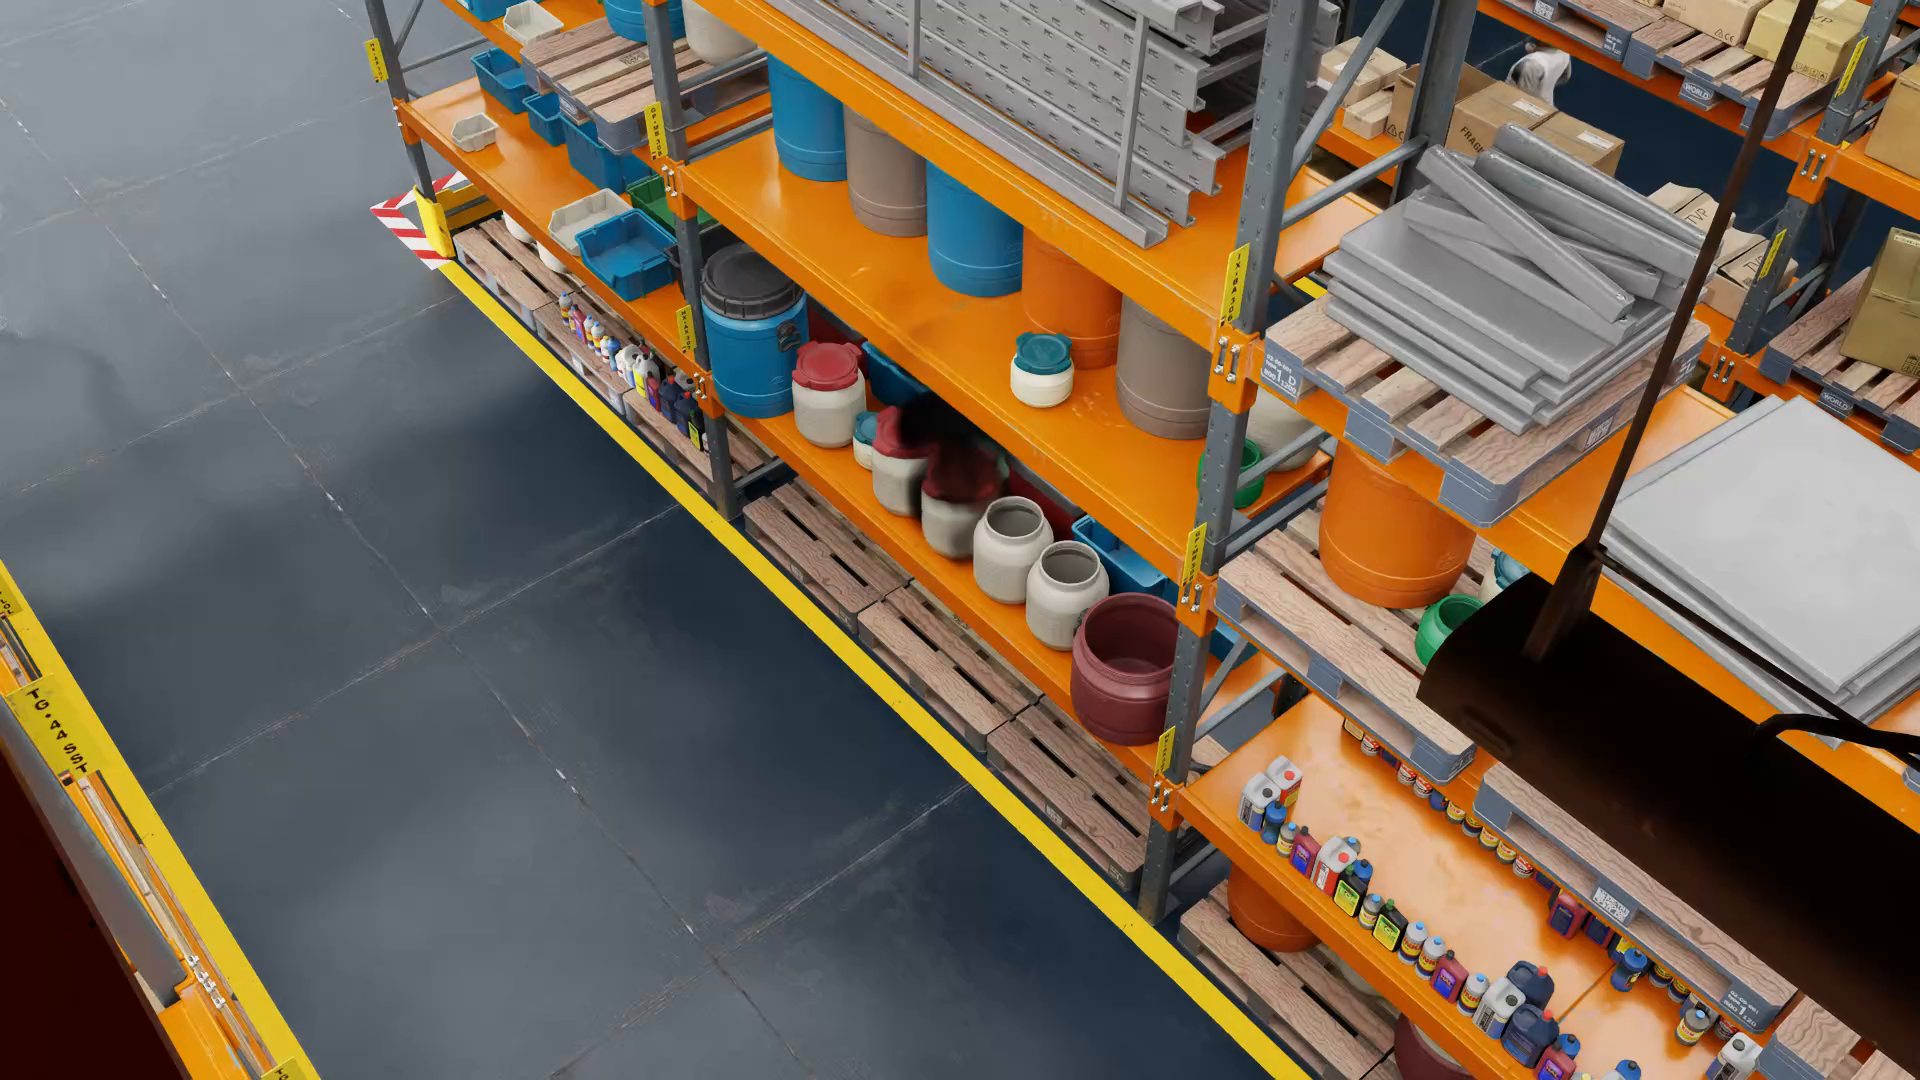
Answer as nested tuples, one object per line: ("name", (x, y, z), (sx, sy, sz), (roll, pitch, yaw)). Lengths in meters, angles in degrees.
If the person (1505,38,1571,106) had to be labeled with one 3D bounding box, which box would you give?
("person", (4.421, -3.321, 12.946), (0.659, 1.722, 0.614), (-33, 55, -27))
